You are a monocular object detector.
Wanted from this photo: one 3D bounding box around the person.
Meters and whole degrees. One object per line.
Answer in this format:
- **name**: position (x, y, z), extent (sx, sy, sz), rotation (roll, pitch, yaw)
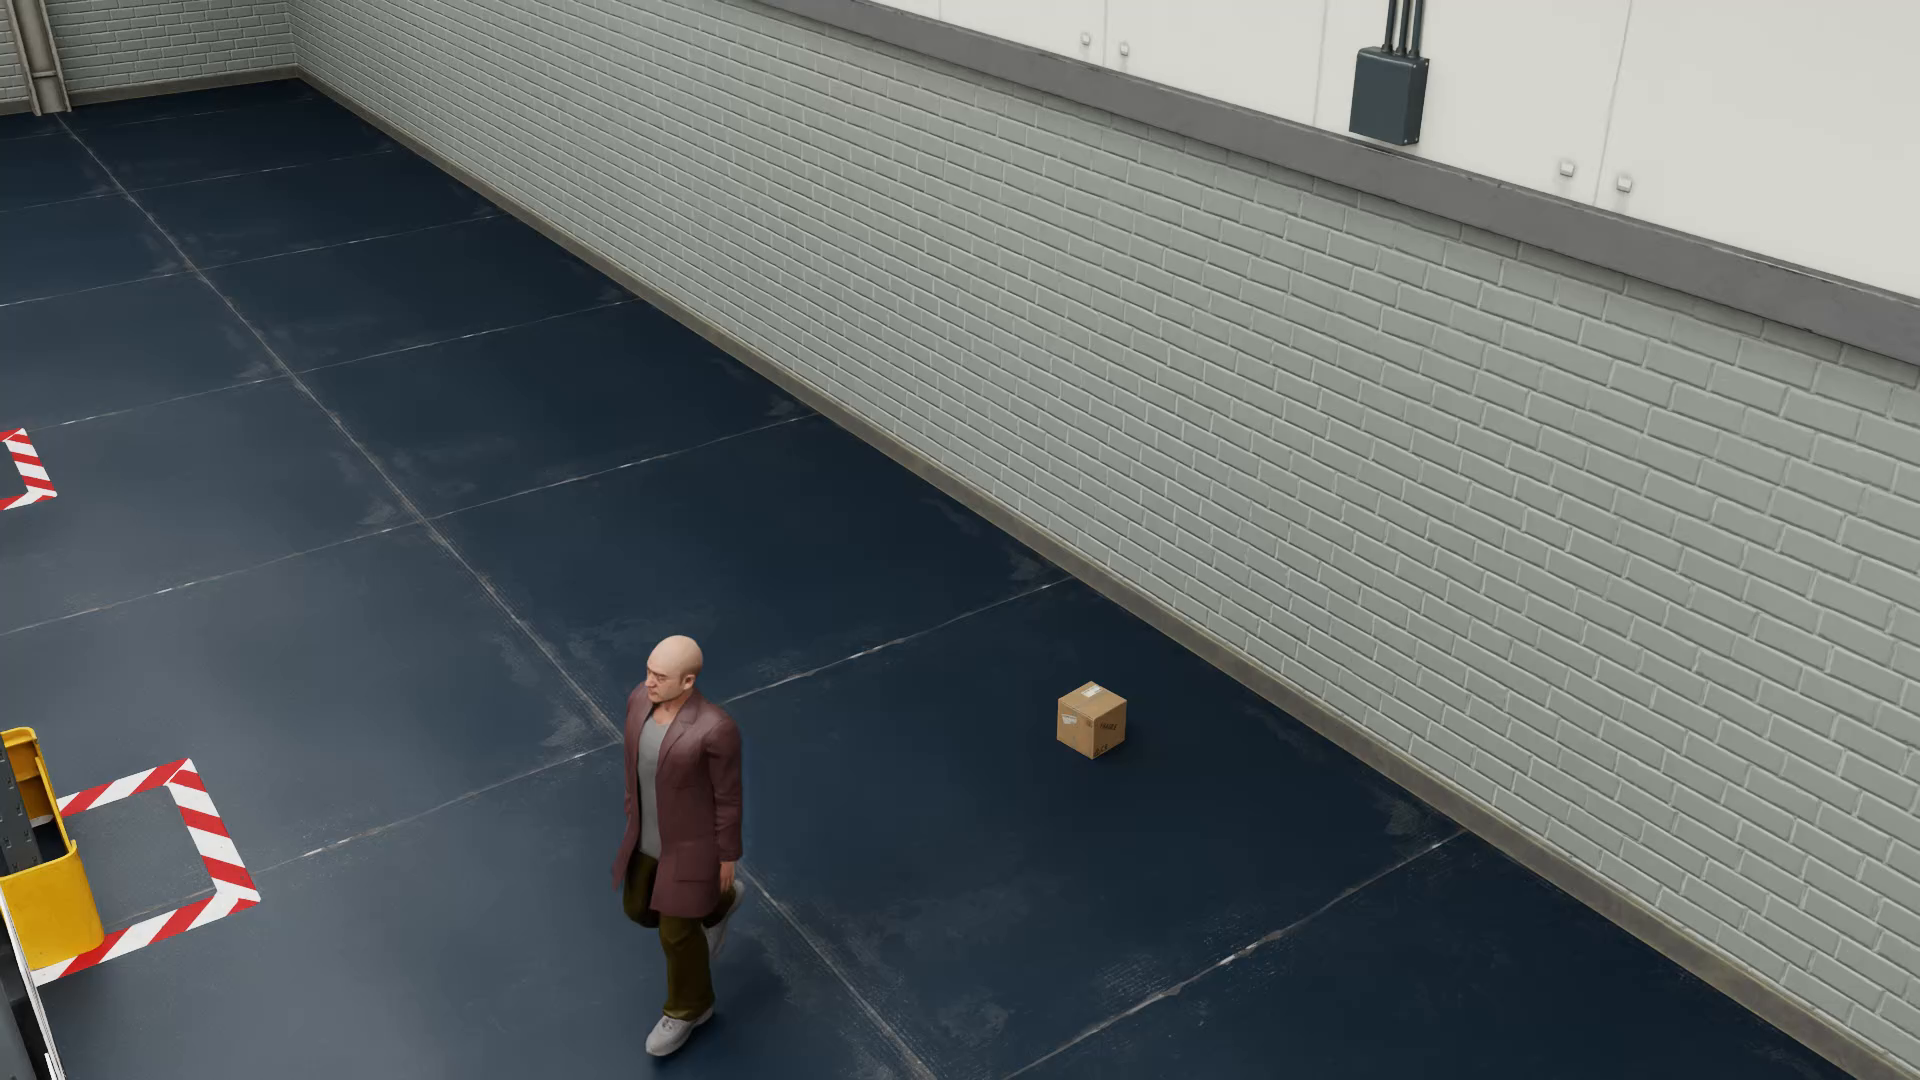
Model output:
- **person**: position (-1.076, 1.133, 6.488), extent (0.575, 1.760, 0.735), rotation (20, 34, 32)
